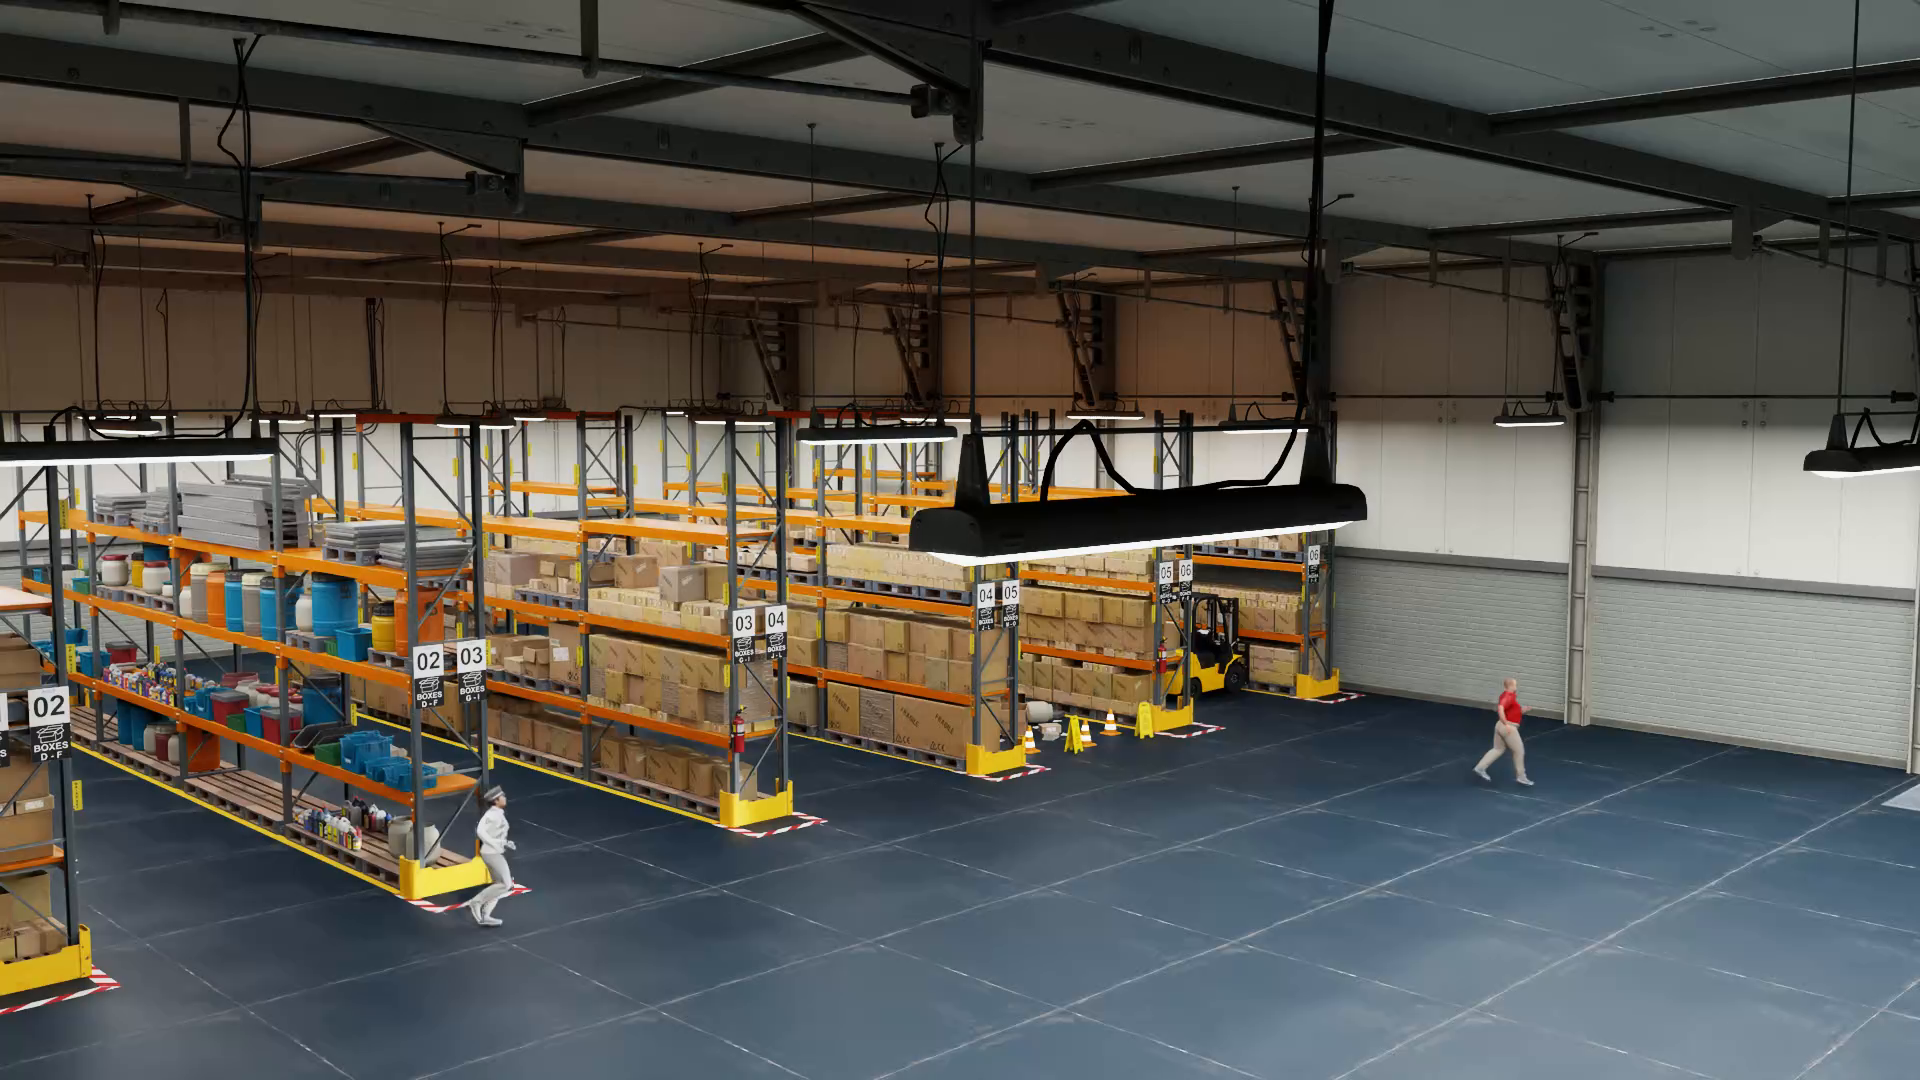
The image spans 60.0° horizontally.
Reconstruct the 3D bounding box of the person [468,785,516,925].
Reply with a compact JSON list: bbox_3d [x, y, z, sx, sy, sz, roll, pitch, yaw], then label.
[{"bbox_3d":[-5.645,3.783,20.065,0.547,1.609,0.654,-1,5,-12],"label":"person"}]

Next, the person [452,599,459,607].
[{"bbox_3d":[-11.963,2.140,39.417,0.533,1.584,0.697,2,6,26],"label":"person"}]

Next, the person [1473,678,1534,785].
[{"bbox_3d":[8.863,3.105,26.975,0.949,1.742,0.652,0,5,-2],"label":"person"}]
